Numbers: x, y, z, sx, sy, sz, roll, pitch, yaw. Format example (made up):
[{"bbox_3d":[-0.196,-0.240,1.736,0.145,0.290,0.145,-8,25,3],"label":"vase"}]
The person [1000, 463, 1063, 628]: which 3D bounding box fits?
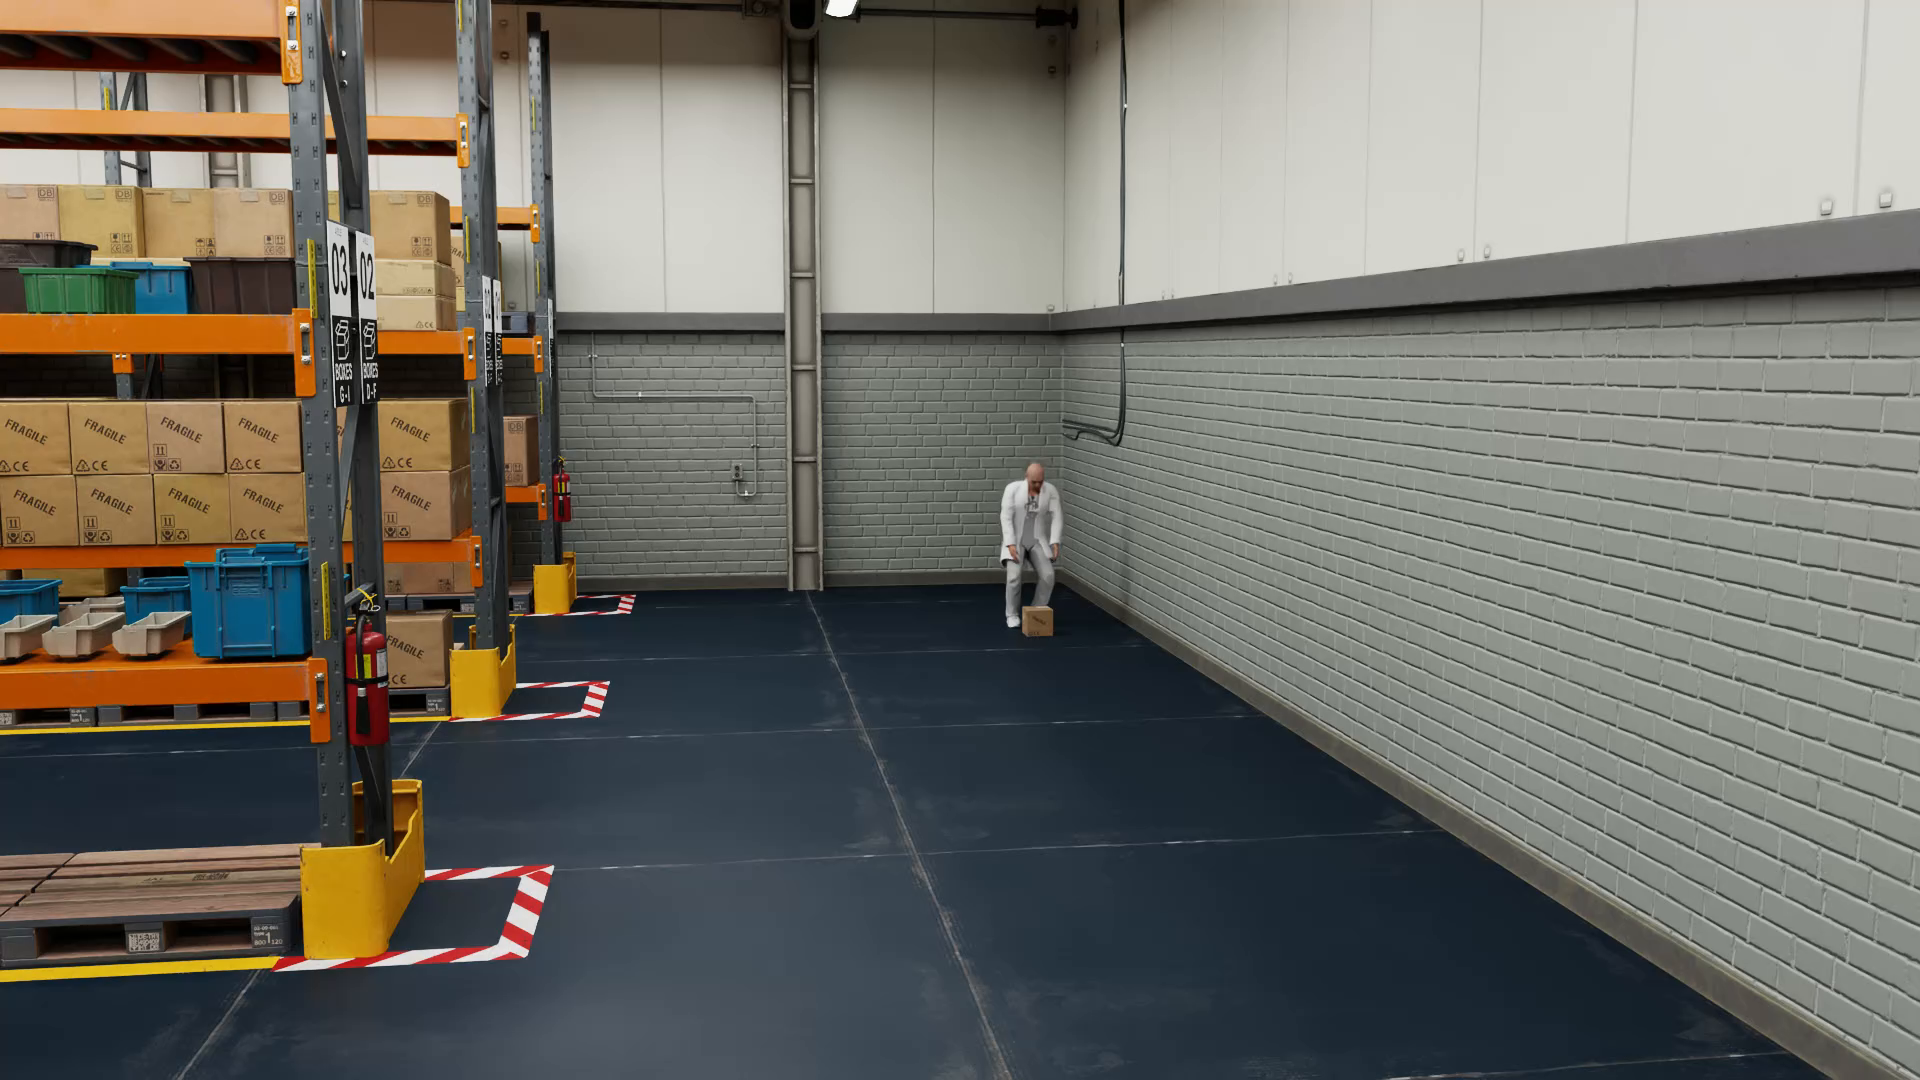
[{"bbox_3d":[0.691,0.047,16.191,0.621,1.601,0.564,-1,6,-8],"label":"person"}]
